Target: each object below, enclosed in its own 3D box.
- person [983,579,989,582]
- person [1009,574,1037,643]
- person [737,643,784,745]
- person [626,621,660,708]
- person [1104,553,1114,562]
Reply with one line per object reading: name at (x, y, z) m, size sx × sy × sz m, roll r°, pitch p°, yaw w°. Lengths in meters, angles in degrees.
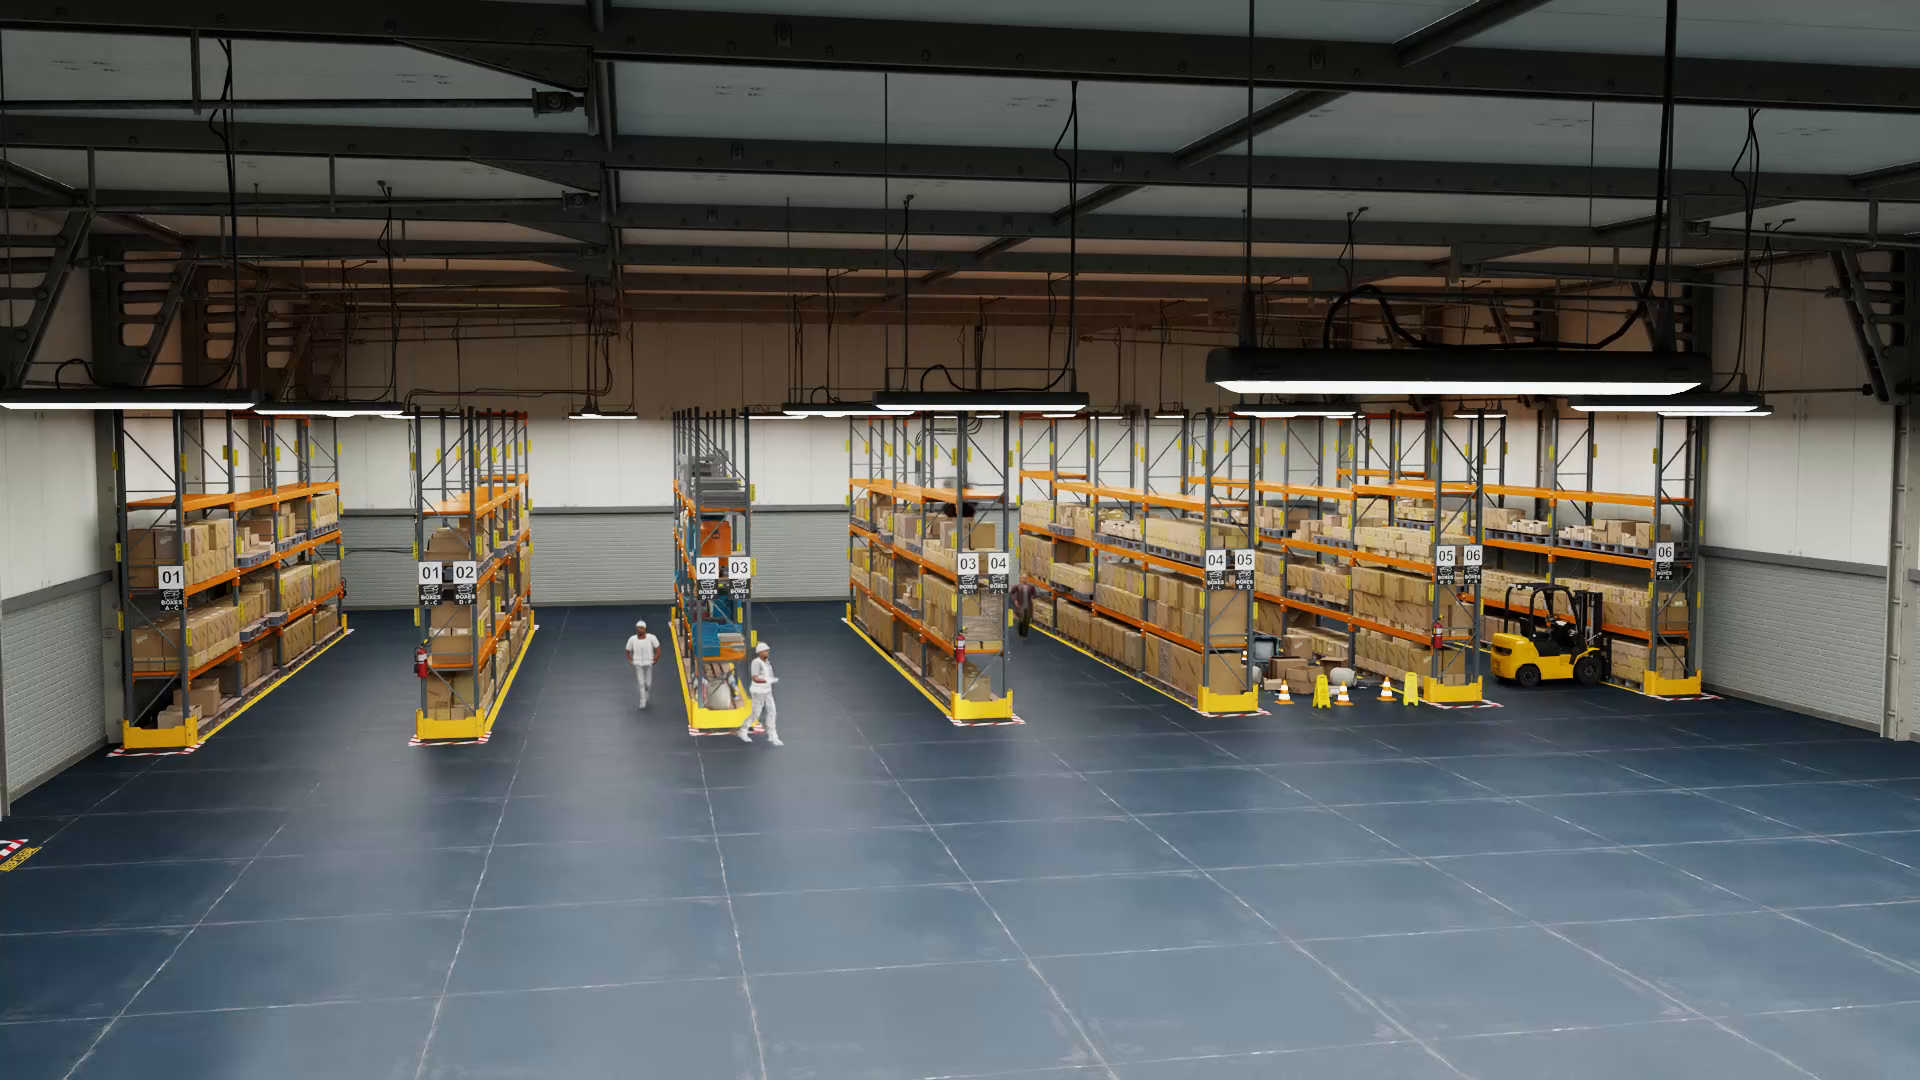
person at (0.838, 1.517, 46.825) m, size 0.703 × 1.815 × 0.804 m, roll -1°, pitch 4°, yaw -8°
person at (1.668, 1.787, 43.078) m, size 0.685 × 1.803 × 0.728 m, roll -1°, pitch 4°, yaw -10°
person at (-3.544, 2.737, 29.487) m, size 0.827 × 1.842 × 0.705 m, roll 1°, pitch 4°, yaw 16°
person at (-6.373, 2.489, 33.434) m, size 0.693 × 1.732 × 0.561 m, roll -1°, pitch 4°, yaw -8°
person at (4.505, 1.255, 50.513) m, size 0.851 × 1.738 × 0.731 m, roll 0°, pitch 4°, yaw -3°
